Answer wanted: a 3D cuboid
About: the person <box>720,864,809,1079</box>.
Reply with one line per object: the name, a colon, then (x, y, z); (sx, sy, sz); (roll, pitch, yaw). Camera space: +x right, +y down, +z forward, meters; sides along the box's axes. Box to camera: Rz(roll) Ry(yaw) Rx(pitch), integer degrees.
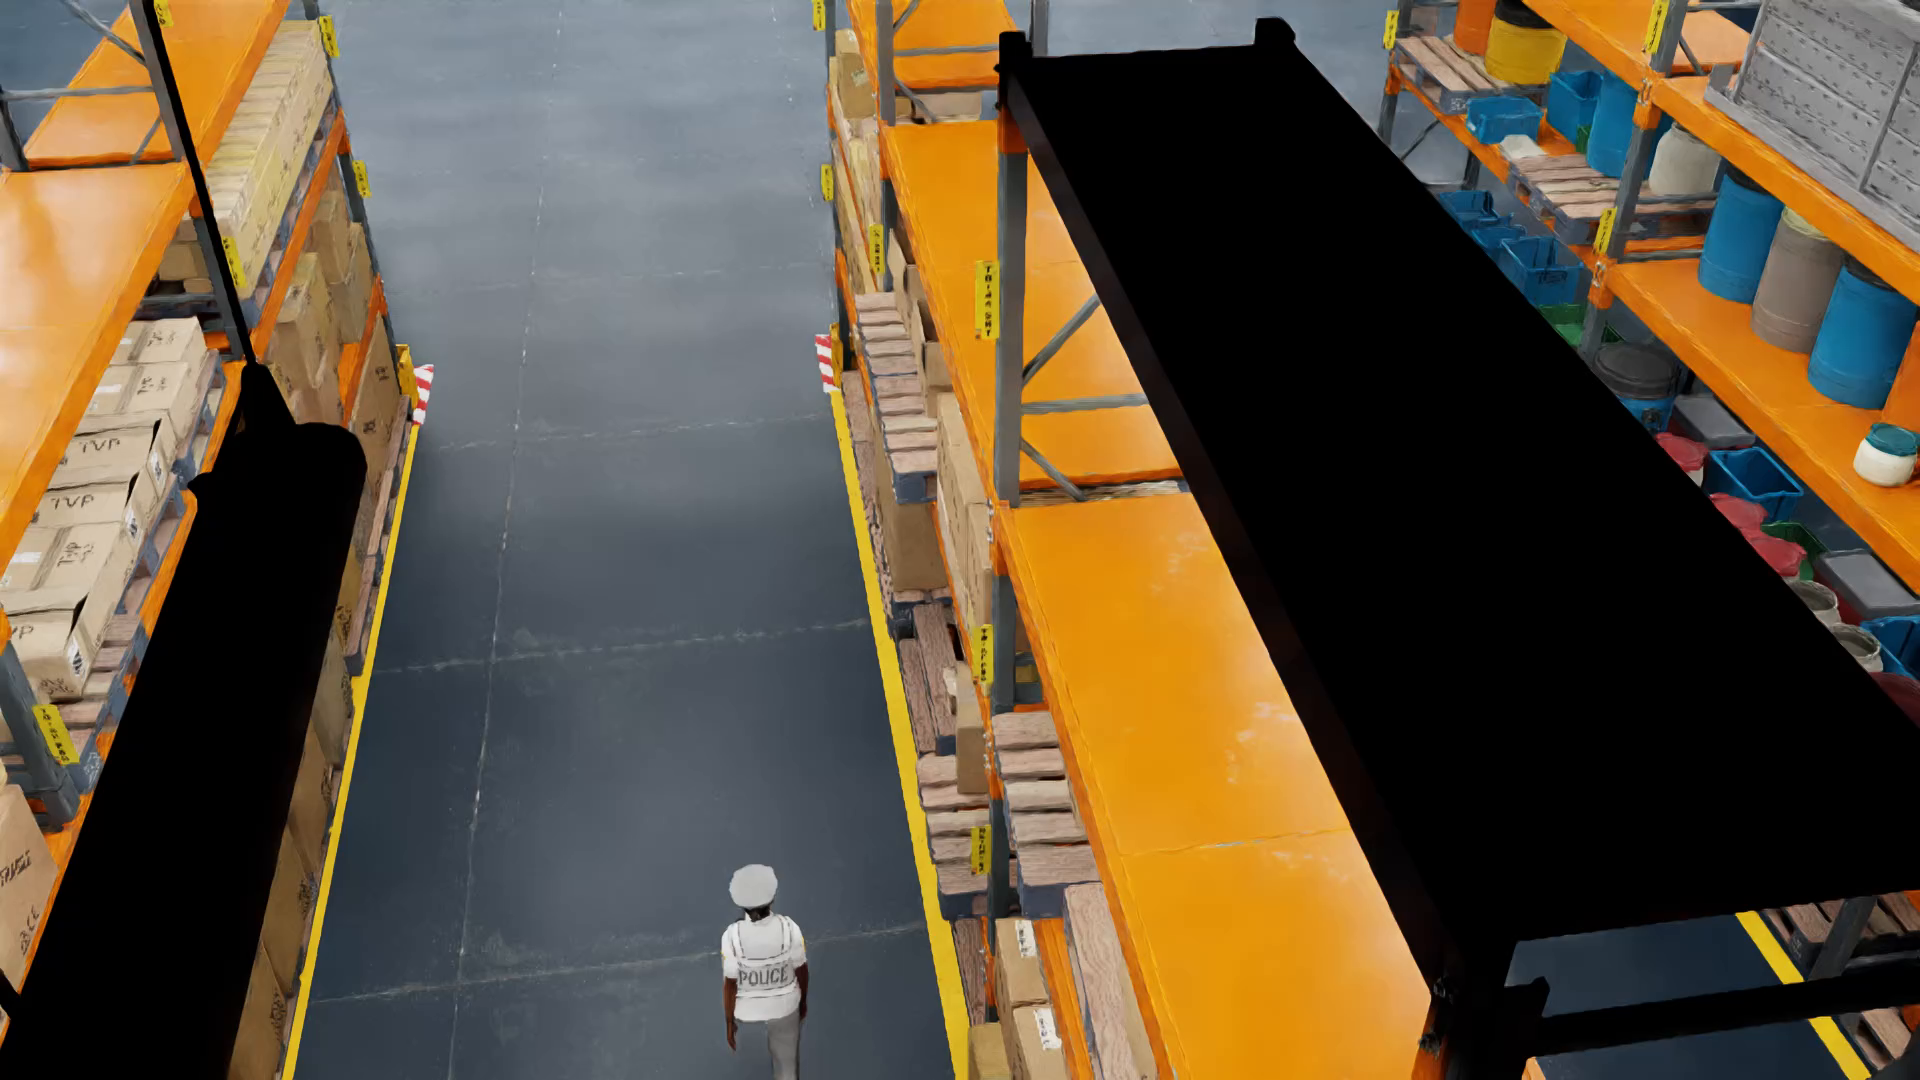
person: (-1.029, 2.406, 8.806); (0.470, 1.564, 1.095); (-4, 36, -5)
